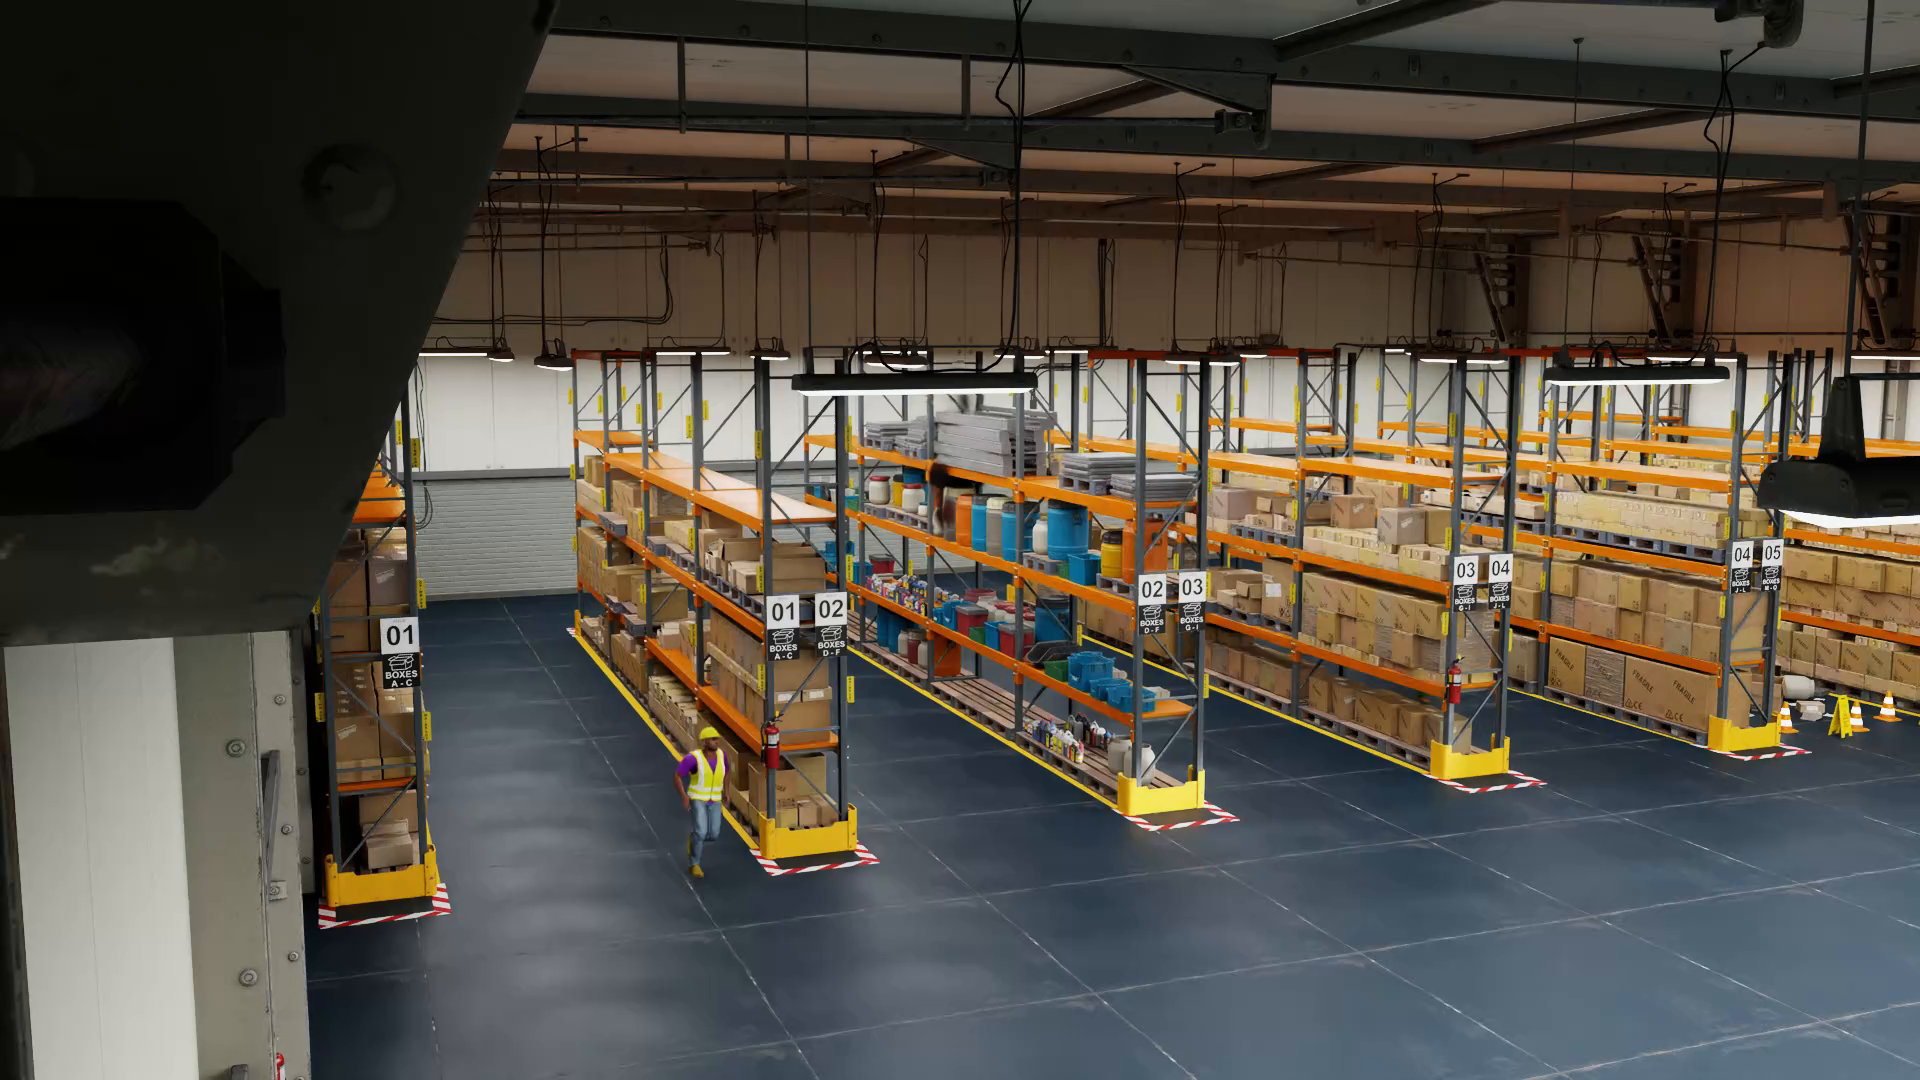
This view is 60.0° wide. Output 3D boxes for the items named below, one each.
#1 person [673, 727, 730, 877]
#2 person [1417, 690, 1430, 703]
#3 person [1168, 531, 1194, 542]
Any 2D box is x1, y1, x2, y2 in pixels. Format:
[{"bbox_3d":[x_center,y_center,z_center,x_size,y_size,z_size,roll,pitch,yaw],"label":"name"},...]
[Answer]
[{"bbox_3d":[-3.041,3.061,19.691,0.747,1.720,0.590,-5,9,-36],"label":"person"},{"bbox_3d":[8.071,1.928,28.562,0.688,1.744,0.665,-3,8,-24],"label":"person"},{"bbox_3d":[5.328,0.351,41.184,0.805,1.766,0.819,-6,9,-39],"label":"person"}]
